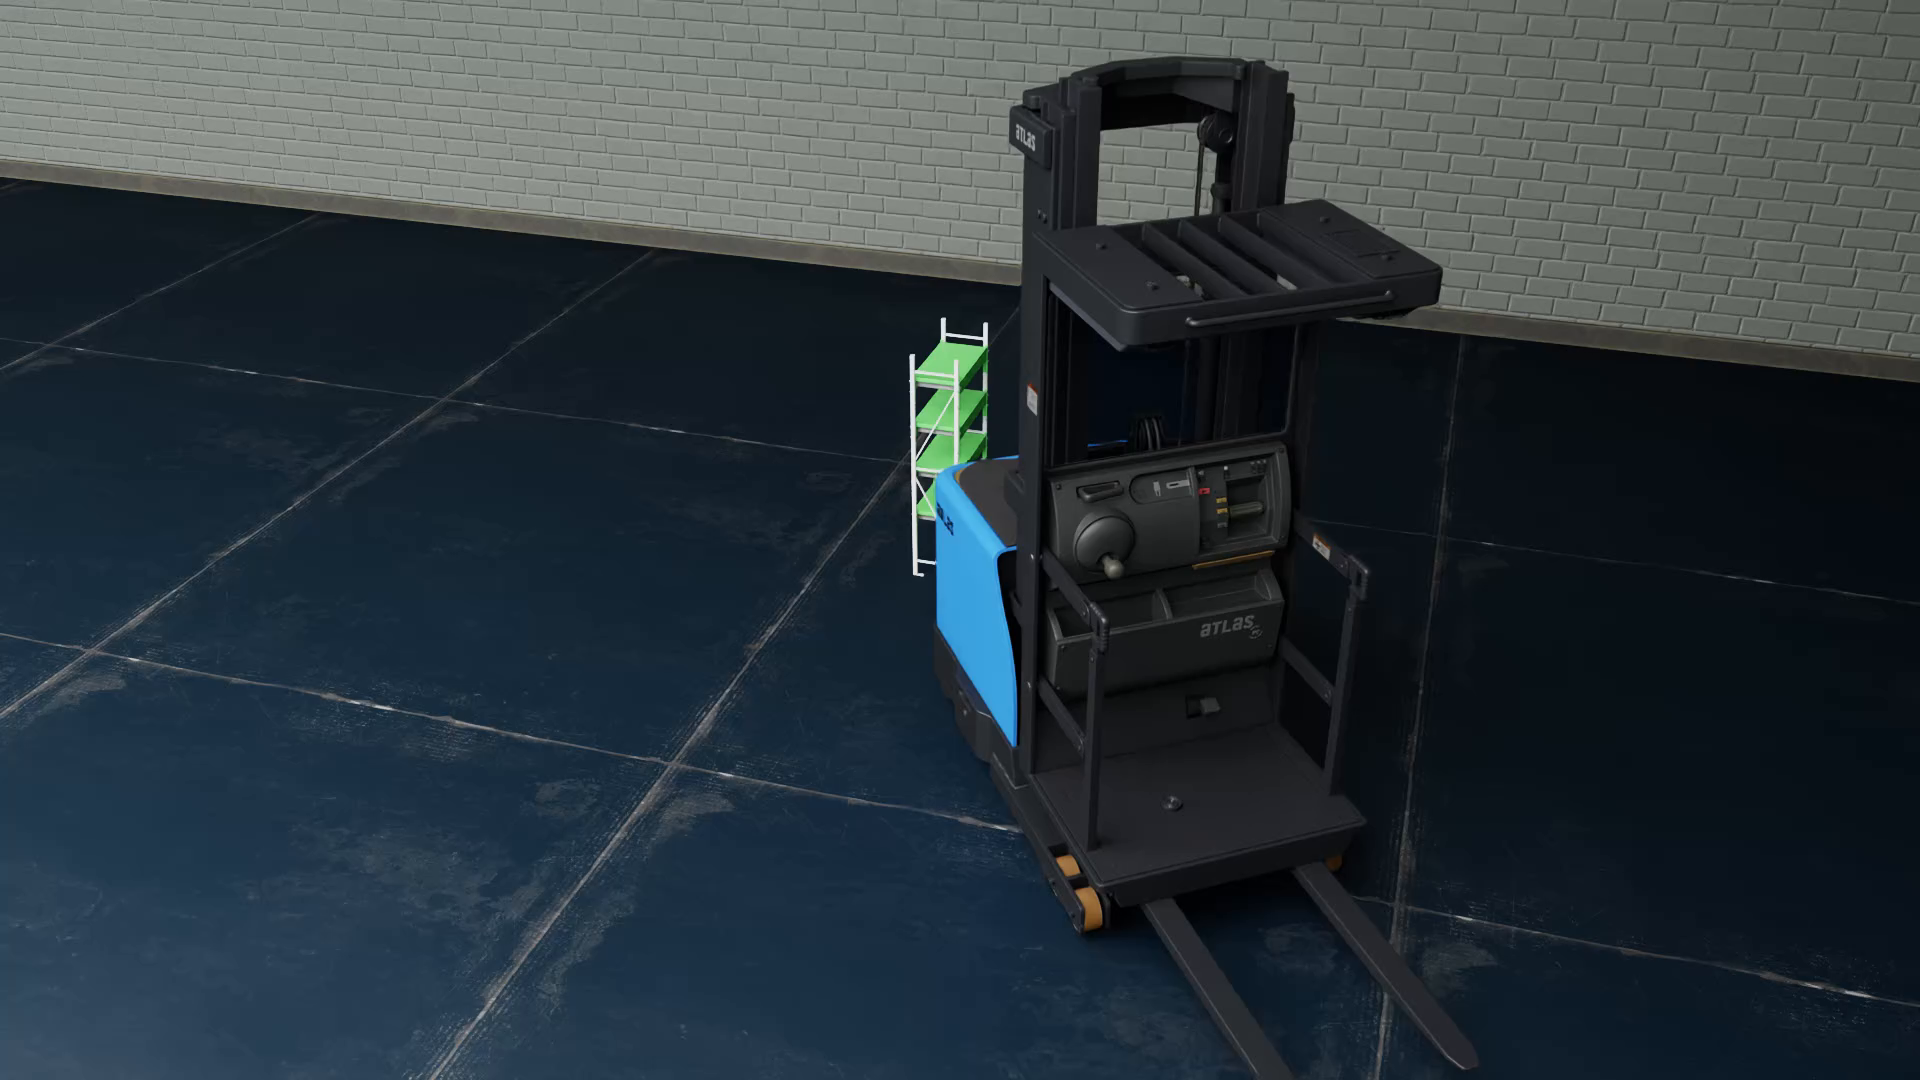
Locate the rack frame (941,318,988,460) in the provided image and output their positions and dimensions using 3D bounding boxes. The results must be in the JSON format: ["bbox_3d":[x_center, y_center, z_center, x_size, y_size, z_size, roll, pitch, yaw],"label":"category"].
[{"bbox_3d":[0.023,-0.561,8.524,0.240,1.200,0.015,8,30,15],"label":"rack frame"}]

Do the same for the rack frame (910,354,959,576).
[{"bbox_3d":[-0.120,-0.334,8.116,0.240,1.200,0.015,8,30,15],"label":"rack frame"}]

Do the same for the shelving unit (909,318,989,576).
[{"bbox_3d":[-0.049,-0.447,8.320,0.258,1.200,0.503,8,30,15],"label":"shelving unit"}]

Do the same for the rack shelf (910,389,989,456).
[{"bbox_3d":[-0.049,-0.601,8.234,0.258,0.148,0.480,8,30,15],"label":"rack shelf"}]

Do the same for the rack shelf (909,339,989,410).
[{"bbox_3d":[-0.049,-0.811,8.118,0.258,0.148,0.480,8,30,15],"label":"rack shelf"}]

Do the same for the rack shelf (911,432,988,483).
[{"bbox_3d":[-0.049,-0.392,8.351,0.258,0.148,0.480,8,30,15],"label":"rack shelf"}]

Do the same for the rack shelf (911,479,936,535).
[{"bbox_3d":[-0.049,-0.182,8.468,0.258,0.148,0.480,8,30,15],"label":"rack shelf"}]

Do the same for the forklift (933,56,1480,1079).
[{"bbox_3d":[0.843,-0.057,5.837,1.130,2.935,3.031,-10,30,-17],"label":"forklift"}]
